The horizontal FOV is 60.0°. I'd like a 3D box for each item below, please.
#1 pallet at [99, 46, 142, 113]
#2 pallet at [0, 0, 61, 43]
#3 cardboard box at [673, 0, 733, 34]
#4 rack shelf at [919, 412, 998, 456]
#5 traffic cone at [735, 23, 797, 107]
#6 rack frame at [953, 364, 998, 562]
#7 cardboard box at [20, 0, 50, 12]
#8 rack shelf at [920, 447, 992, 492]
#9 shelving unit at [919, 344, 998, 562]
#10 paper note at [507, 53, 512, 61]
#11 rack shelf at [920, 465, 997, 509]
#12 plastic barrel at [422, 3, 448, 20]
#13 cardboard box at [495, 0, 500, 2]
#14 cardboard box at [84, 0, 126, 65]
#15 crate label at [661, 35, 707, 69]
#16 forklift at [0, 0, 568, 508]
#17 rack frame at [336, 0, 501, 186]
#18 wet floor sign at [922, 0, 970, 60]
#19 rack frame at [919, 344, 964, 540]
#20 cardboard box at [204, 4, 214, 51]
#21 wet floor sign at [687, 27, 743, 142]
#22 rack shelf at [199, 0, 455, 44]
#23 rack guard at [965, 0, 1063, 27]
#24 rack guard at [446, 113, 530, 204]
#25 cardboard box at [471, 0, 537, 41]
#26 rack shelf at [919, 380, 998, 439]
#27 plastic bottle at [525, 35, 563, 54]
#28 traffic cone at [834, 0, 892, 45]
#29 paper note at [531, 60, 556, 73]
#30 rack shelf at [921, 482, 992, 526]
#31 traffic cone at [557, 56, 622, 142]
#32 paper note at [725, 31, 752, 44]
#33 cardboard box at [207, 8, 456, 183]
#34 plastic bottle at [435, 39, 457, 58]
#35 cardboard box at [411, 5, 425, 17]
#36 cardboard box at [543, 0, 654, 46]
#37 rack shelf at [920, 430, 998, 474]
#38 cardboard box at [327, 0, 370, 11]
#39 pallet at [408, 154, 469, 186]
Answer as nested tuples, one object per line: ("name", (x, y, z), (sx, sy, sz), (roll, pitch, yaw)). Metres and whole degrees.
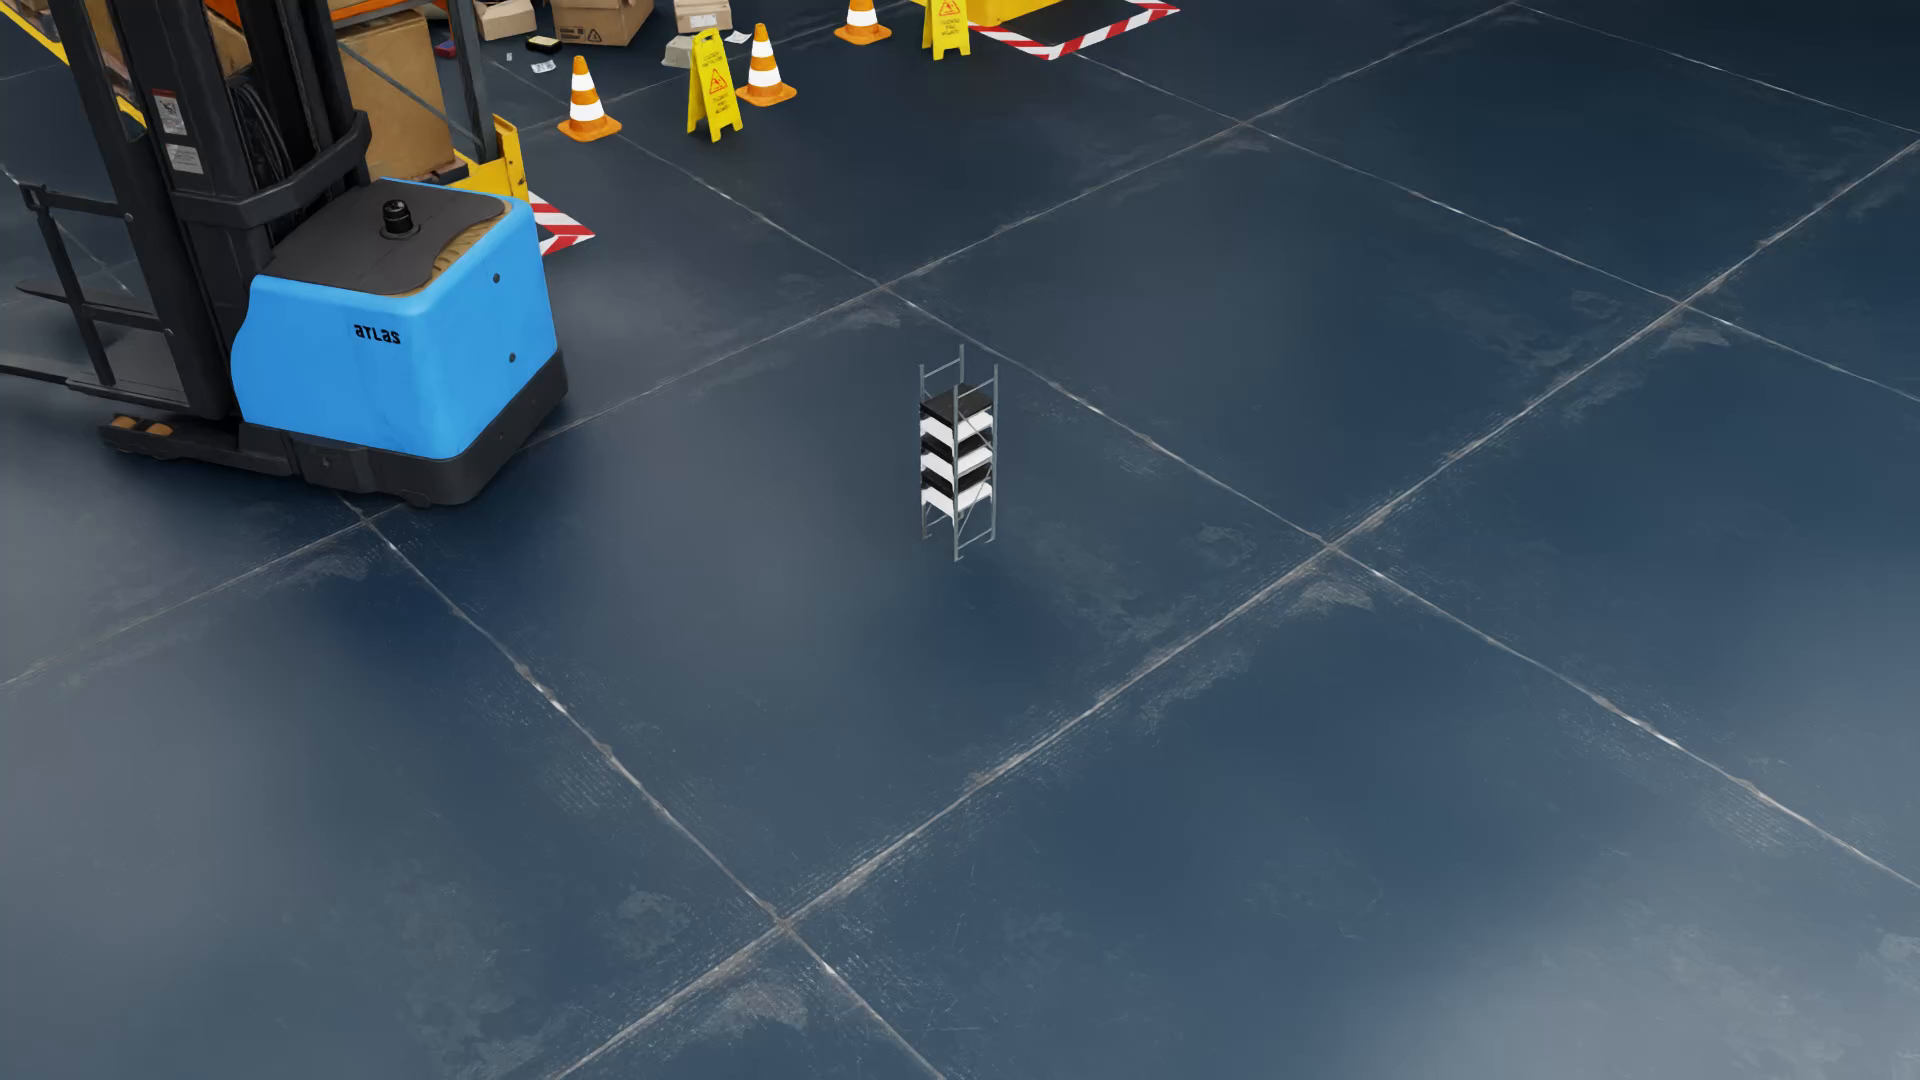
("pallet", (-5.263, -3.291, 11.157), (1.003, 0.211, 1.213), (-30, 48, -32))
("pallet", (-6.297, -4.001, 12.036), (1.003, 0.211, 1.213), (-30, 48, -32))
("cardboard box", (-1.811, -3.699, 11.711), (0.380, 0.149, 0.250), (-8, 40, -10))
("rack shelf", (-0.005, -0.468, 6.880), (0.258, 0.077, 0.200), (-30, 48, -32))
("traffic cone", (-1.266, -3.095, 10.714), (0.336, 0.463, 0.334), (-30, 48, -32))
("rack frame", (0.063, -0.307, 6.914), (0.240, 0.900, 0.006), (-30, 48, -32))
("cardboard box", (-6.206, -4.298, 11.641), (1.050, 0.750, 0.750), (-30, 48, -32))
("rack shelf", (-0.005, -0.328, 6.993), (0.258, 0.077, 0.200), (-30, 48, -32))
("shelving unit", (-0.005, -0.354, 6.972), (0.258, 0.900, 0.210), (-30, 48, -32))
("paper note", (-3.067, -3.287, 11.312), (0.032, 0.001, 0.123), (-8, 40, -10))
("rack shelf", (-0.005, -0.258, 7.049), (0.258, 0.077, 0.200), (-30, 48, -32))
("plastic barrel", (-3.823, -3.885, 11.724), (0.512, 0.421, 0.421), (-2, 39, -2))
("cardboard box", (-3.128, -4.308, 12.075), (0.797, 0.637, 0.503), (-30, 48, -32))
("cardboard box", (-5.346, -3.777, 10.896), (0.875, 0.875, 0.875), (-29, 47, -31))
("crate label", (-1.843, -3.305, 11.234), (0.298, 0.136, 0.250), (11, 40, 13))
("forklift", (-3.467, -1.816, 7.166), (3.031, 2.935, 1.130), (11, 40, 13))
("rack frame", (-3.015, -2.910, 8.465), (1.000, 3.000, 0.127), (-30, 48, -32))
("wet floor sign", (-0.097, -3.601, 11.196), (0.267, 0.644, 0.232), (-15, 41, -17))
("rack frame", (-0.074, -0.401, 7.030), (0.240, 0.900, 0.006), (-30, 48, -32))
("cardboard box", (-4.119, -2.938, 9.858), (0.875, 0.875, 0.875), (-31, 48, -32))
("wet floor sign", (-1.537, -2.822, 10.230), (0.232, 0.644, 0.267), (26, 45, 28))
("rack shelf", (-4.367, -3.555, 9.837), (1.077, 0.370, 4.000), (-30, 48, -32))
("rack guard", (0.512, -4.123, 11.957), (1.175, 0.500, 0.348), (-30, 48, -32))
("rack guard", (-2.998, -1.926, 9.237), (1.175, 0.500, 0.348), (-30, 48, -32))
("cardboard box", (-3.201, -3.684, 11.601), (0.396, 0.266, 0.258), (-22, 44, -25))
("rack shelf", (-0.005, -0.538, 6.823), (0.258, 0.077, 0.200), (-30, 48, -32))
("plastic bottle", (-2.884, -3.406, 11.419), (0.283, 0.061, 0.133), (18, 42, 21))
("traffic cone", (-0.678, -3.724, 11.492), (0.336, 0.463, 0.334), (-30, 48, -32))
("paper note", (-2.796, -3.182, 11.167), (0.144, 0.017, 0.142), (-15, 41, -17))
("rack shelf", (-0.005, -0.188, 7.106), (0.258, 0.077, 0.200), (-30, 48, -32))
("traffic cone", (-2.328, -2.772, 10.314), (0.336, 0.463, 0.334), (-30, 48, -32))
("paper note", (-1.542, -3.496, 11.555), (0.142, 0.019, 0.148), (18, 42, 21))
("cardboard box", (-3.522, -2.532, 9.355), (0.875, 0.875, 0.875), (-30, 47, -32))
("plastic bottle", (-3.454, -3.389, 11.398), (0.133, 0.061, 0.283), (18, 42, 21))
("cardboard box", (-3.914, -3.507, 11.192), (0.500, 0.500, 0.500), (-22, 44, -25))
("cardboard box", (-2.490, -3.826, 11.586), (0.637, 0.503, 0.797), (5, 39, 6))
("rack shelf", (-0.005, -0.398, 6.936), (0.258, 0.077, 0.200), (-30, 48, -32))
("cardboard box", (-3.299, -3.120, 8.607), (0.875, 0.550, 0.550), (-30, 48, -32))
("pallet", (-3.613, -2.162, 9.758), (1.003, 0.211, 1.213), (-30, 48, -32))
